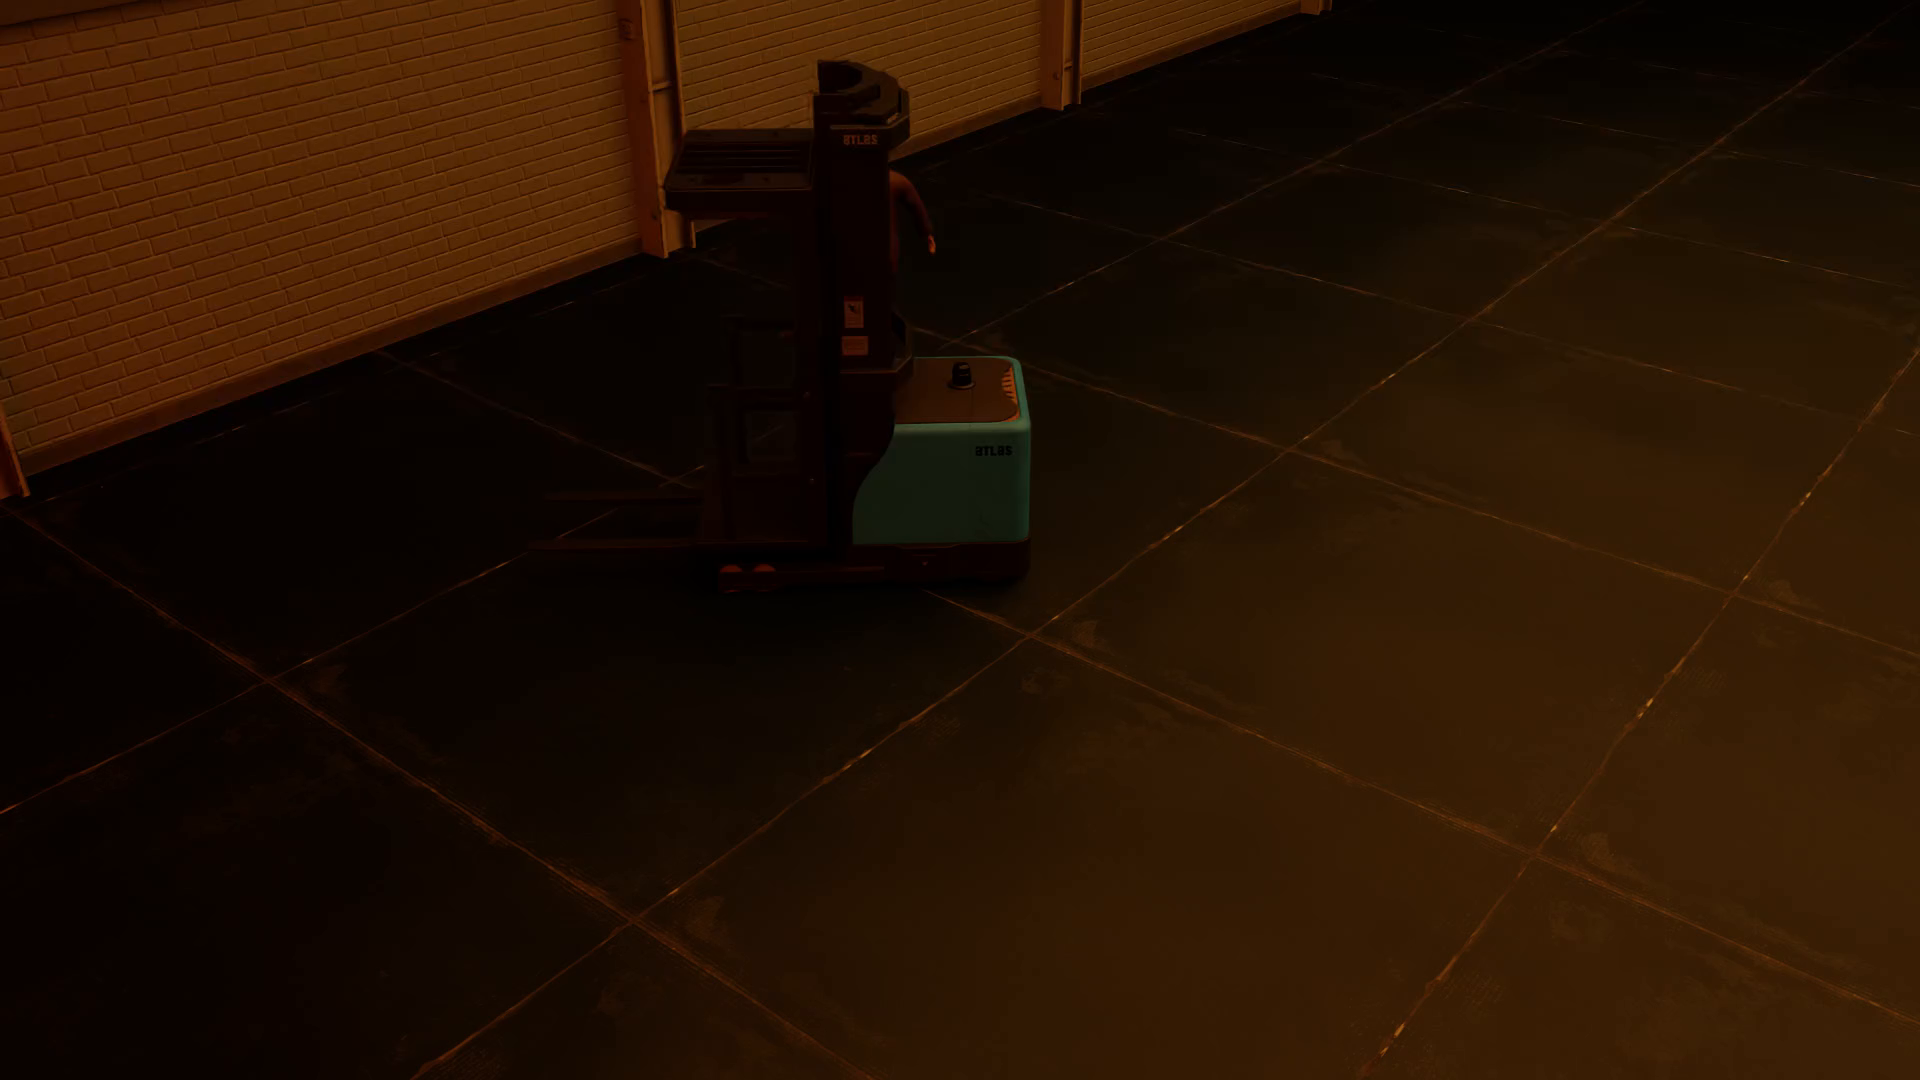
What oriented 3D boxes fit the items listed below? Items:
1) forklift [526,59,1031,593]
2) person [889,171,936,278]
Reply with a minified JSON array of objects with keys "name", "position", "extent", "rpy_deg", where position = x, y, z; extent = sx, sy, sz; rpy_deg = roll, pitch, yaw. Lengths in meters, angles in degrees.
[{"name":"forklift","position":[-1.106,-1.219,9.681],"extent":[3.031,2.935,1.130],"rpy_deg":[-1,30,-2]},{"name":"person","position":[-0.689,-2.204,12.592],"extent":[1.025,1.808,0.640],"rpy_deg":[-12,32,-19]}]
